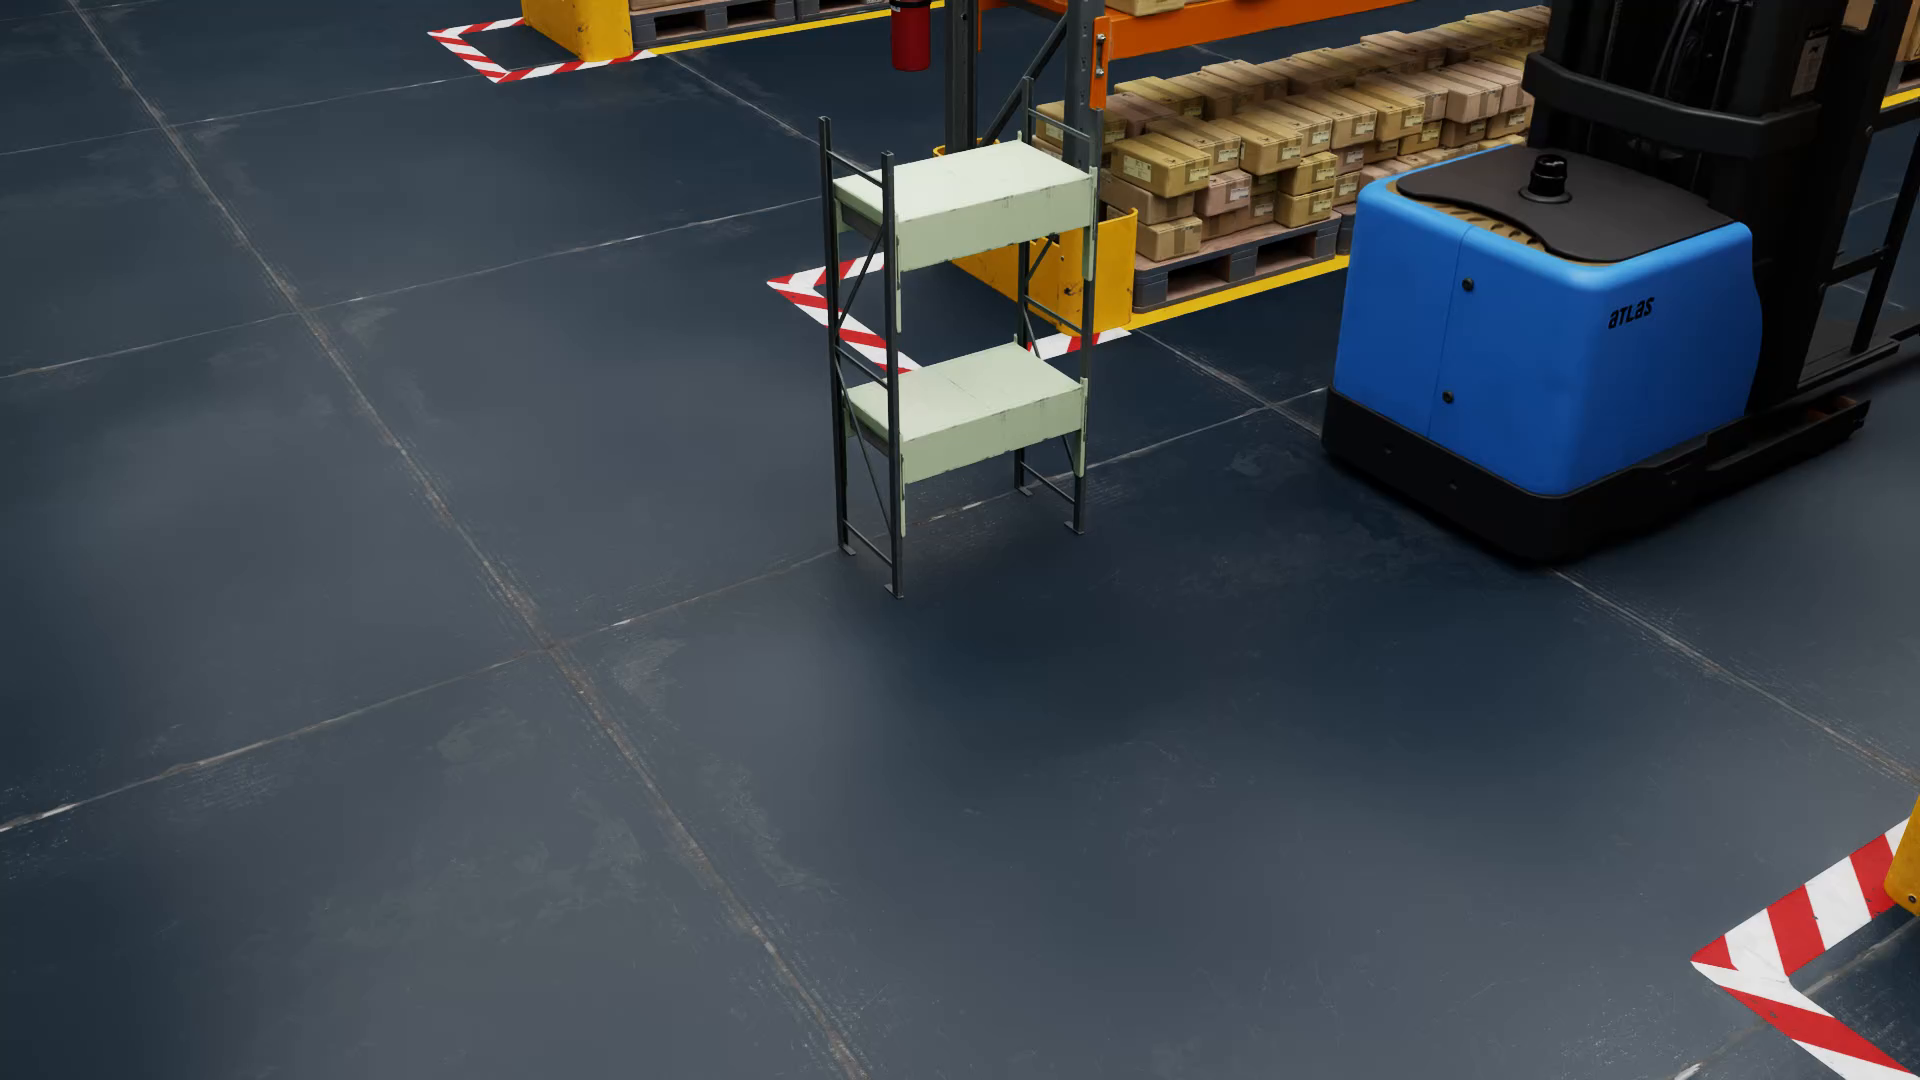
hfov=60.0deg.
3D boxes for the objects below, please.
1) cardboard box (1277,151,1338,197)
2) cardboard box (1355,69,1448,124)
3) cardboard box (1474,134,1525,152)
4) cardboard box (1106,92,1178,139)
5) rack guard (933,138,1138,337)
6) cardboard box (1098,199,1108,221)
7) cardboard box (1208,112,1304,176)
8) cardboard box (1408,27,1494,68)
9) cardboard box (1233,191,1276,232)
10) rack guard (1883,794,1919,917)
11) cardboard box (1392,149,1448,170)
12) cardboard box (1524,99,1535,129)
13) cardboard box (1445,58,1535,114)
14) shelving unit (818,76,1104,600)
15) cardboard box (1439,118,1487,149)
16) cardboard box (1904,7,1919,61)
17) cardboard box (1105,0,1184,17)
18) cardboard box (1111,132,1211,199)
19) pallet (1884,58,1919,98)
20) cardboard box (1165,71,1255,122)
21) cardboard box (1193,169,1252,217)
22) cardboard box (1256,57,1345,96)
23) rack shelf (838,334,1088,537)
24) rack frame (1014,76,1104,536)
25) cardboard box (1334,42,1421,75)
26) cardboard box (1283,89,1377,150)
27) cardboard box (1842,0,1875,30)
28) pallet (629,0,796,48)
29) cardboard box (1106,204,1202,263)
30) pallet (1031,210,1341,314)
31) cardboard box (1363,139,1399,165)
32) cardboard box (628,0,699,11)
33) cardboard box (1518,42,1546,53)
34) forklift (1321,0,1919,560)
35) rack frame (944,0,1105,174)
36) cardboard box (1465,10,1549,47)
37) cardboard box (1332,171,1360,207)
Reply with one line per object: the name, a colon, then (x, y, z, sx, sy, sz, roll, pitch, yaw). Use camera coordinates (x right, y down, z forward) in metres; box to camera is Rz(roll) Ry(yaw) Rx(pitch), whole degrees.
cardboard box: (1.522, -1.737, 7.693, 0.250, 0.149, 0.380, -18, 36, -26)
cardboard box: (2.129, -2.141, 8.054, 0.250, 0.149, 0.380, -19, 37, -27)
cardboard box: (2.597, -1.976, 8.350, 0.250, 0.149, 0.380, -19, 37, -27)
cardboard box: (0.799, -1.951, 7.752, 0.250, 0.149, 0.380, -18, 37, -26)
rack guard: (0.313, -1.378, 7.467, 0.348, 0.500, 1.175, -19, 37, -27)
cardboard box: (0.579, -1.631, 7.803, 0.250, 0.149, 0.380, -18, 37, -26)
cardboard box: (1.322, -1.785, 7.490, 0.250, 0.149, 0.380, -19, 37, -27)
cardboard box: (2.553, -2.553, 8.706, 0.250, 0.149, 0.380, -20, 37, -28)
cardboard box: (1.244, -1.581, 7.723, 0.250, 0.149, 0.380, -19, 37, -27)
rack guard: (2.832, 0.904, 3.849, 0.348, 0.500, 1.175, -19, 37, -27)
cardboard box: (2.156, -1.847, 8.144, 0.250, 0.149, 0.380, -19, 37, -27)
cardboard box: (2.819, -2.236, 8.483, 0.250, 0.149, 0.380, -19, 37, -27)
cardboard box: (2.617, -2.247, 8.222, 0.250, 0.149, 0.380, -21, 38, -30)
shelving unit: (0.006, -0.636, 5.353, 0.755, 1.500, 0.431, -19, 37, -27)
cardboard box: (2.379, -2.086, 8.244, 0.250, 0.149, 0.380, -21, 38, -29)
cardboard box: (5.688, -3.231, 10.009, 0.500, 0.500, 0.500, -21, 38, -29)
cardboard box: (0.699, -2.254, 6.747, 0.250, 0.149, 0.380, -19, 37, -28)
cardboard box: (0.874, -1.636, 7.253, 0.250, 0.149, 0.380, -21, 38, -29)
pallet: (5.291, -2.971, 10.262, 1.213, 0.211, 1.003, -19, 37, -27)
cardboard box: (1.200, -2.129, 8.034, 0.250, 0.149, 0.380, -21, 38, -29)
cardboard box: (1.090, -1.602, 7.477, 0.250, 0.149, 0.380, -19, 37, -27)
cardboard box: (1.677, -2.258, 8.239, 0.250, 0.149, 0.380, -20, 38, -29)
rack shelf: (0.006, -0.361, 5.527, 0.720, 0.370, 0.431, -19, 37, -27)
rack frame: (0.313, -0.742, 5.521, 0.023, 1.500, 0.400, -19, 37, -27)
cardboard box: (2.111, -2.400, 8.464, 0.250, 0.149, 0.380, -21, 38, -29)
cardboard box: (1.723, -1.970, 7.782, 0.250, 0.149, 0.380, -17, 36, -25)
cardboard box: (4.820, -2.939, 9.546, 0.500, 0.500, 0.500, -17, 36, -25)
pallet: (-1.888, -3.691, 11.404, 1.213, 0.211, 1.003, -19, 37, -27)
cardboard box: (0.863, -1.393, 7.426, 0.250, 0.149, 0.380, -18, 37, -26)
pallet: (1.015, -1.475, 7.891, 1.213, 0.211, 1.003, -19, 37, -27)
cardboard box: (1.899, -1.954, 8.035, 0.250, 0.149, 0.380, -17, 36, -25)
cardboard box: (-2.017, -3.934, 11.183, 0.875, 0.438, 0.875, -20, 38, -29)
cardboard box: (3.055, -2.407, 8.475, 0.250, 0.149, 0.380, -19, 37, -28)
forklift: (2.849, -1.776, 5.819, 3.031, 2.935, 1.130, -20, 37, -28)
rack frame: (0.249, -2.414, 6.765, 0.127, 3.000, 1.000, -19, 37, -27)
cardboard box: (2.946, -2.734, 8.993, 0.250, 0.149, 0.380, -17, 36, -25)
cardboard box: (1.681, -1.722, 7.947, 0.250, 0.149, 0.380, -19, 37, -27)
